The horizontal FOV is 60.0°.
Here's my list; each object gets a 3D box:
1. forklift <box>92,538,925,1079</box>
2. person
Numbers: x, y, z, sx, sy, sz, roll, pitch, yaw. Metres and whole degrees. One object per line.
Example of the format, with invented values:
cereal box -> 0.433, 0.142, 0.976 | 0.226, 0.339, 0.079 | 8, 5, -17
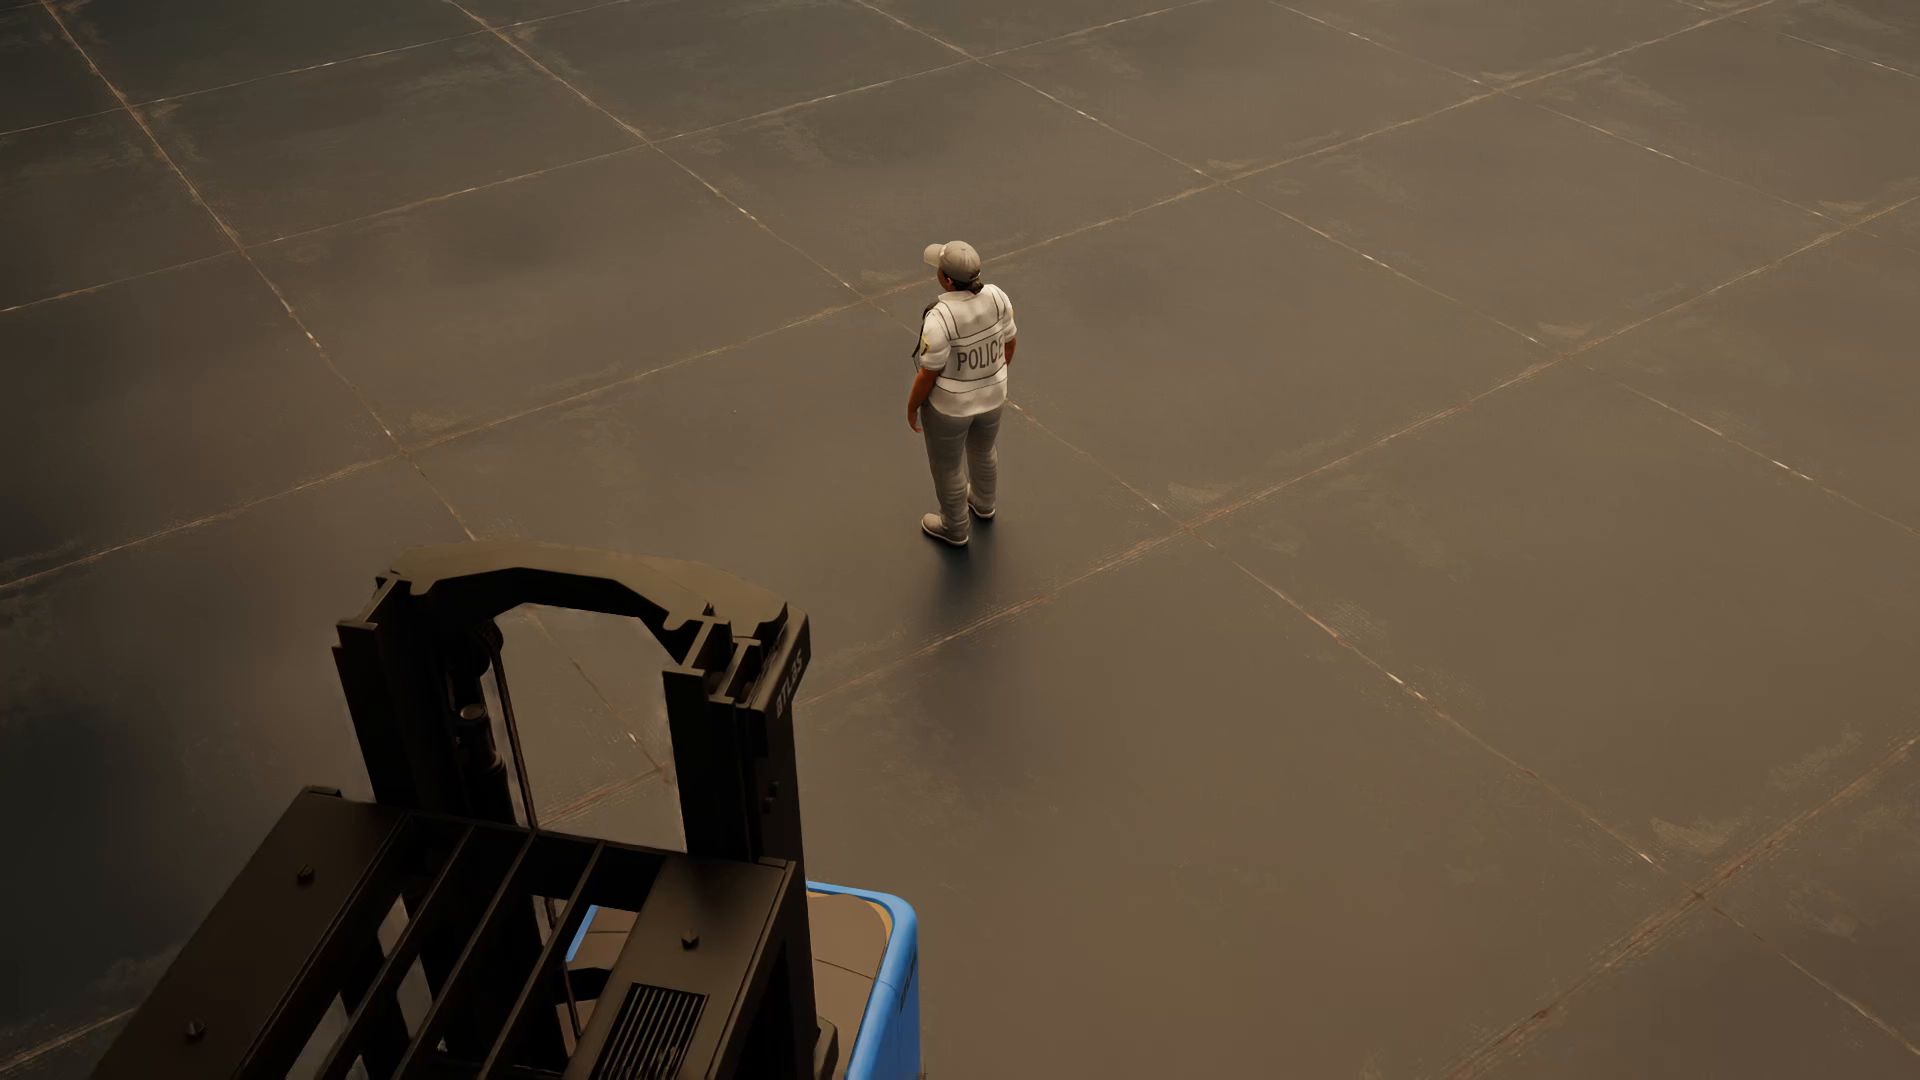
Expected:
forklift -> -0.921, 1.585, 3.802 | 1.130, 2.935, 3.031 | 7, 37, 9
person -> -0.025, -0.721, 7.971 | 0.598, 1.670, 0.529 | -23, 42, -28
